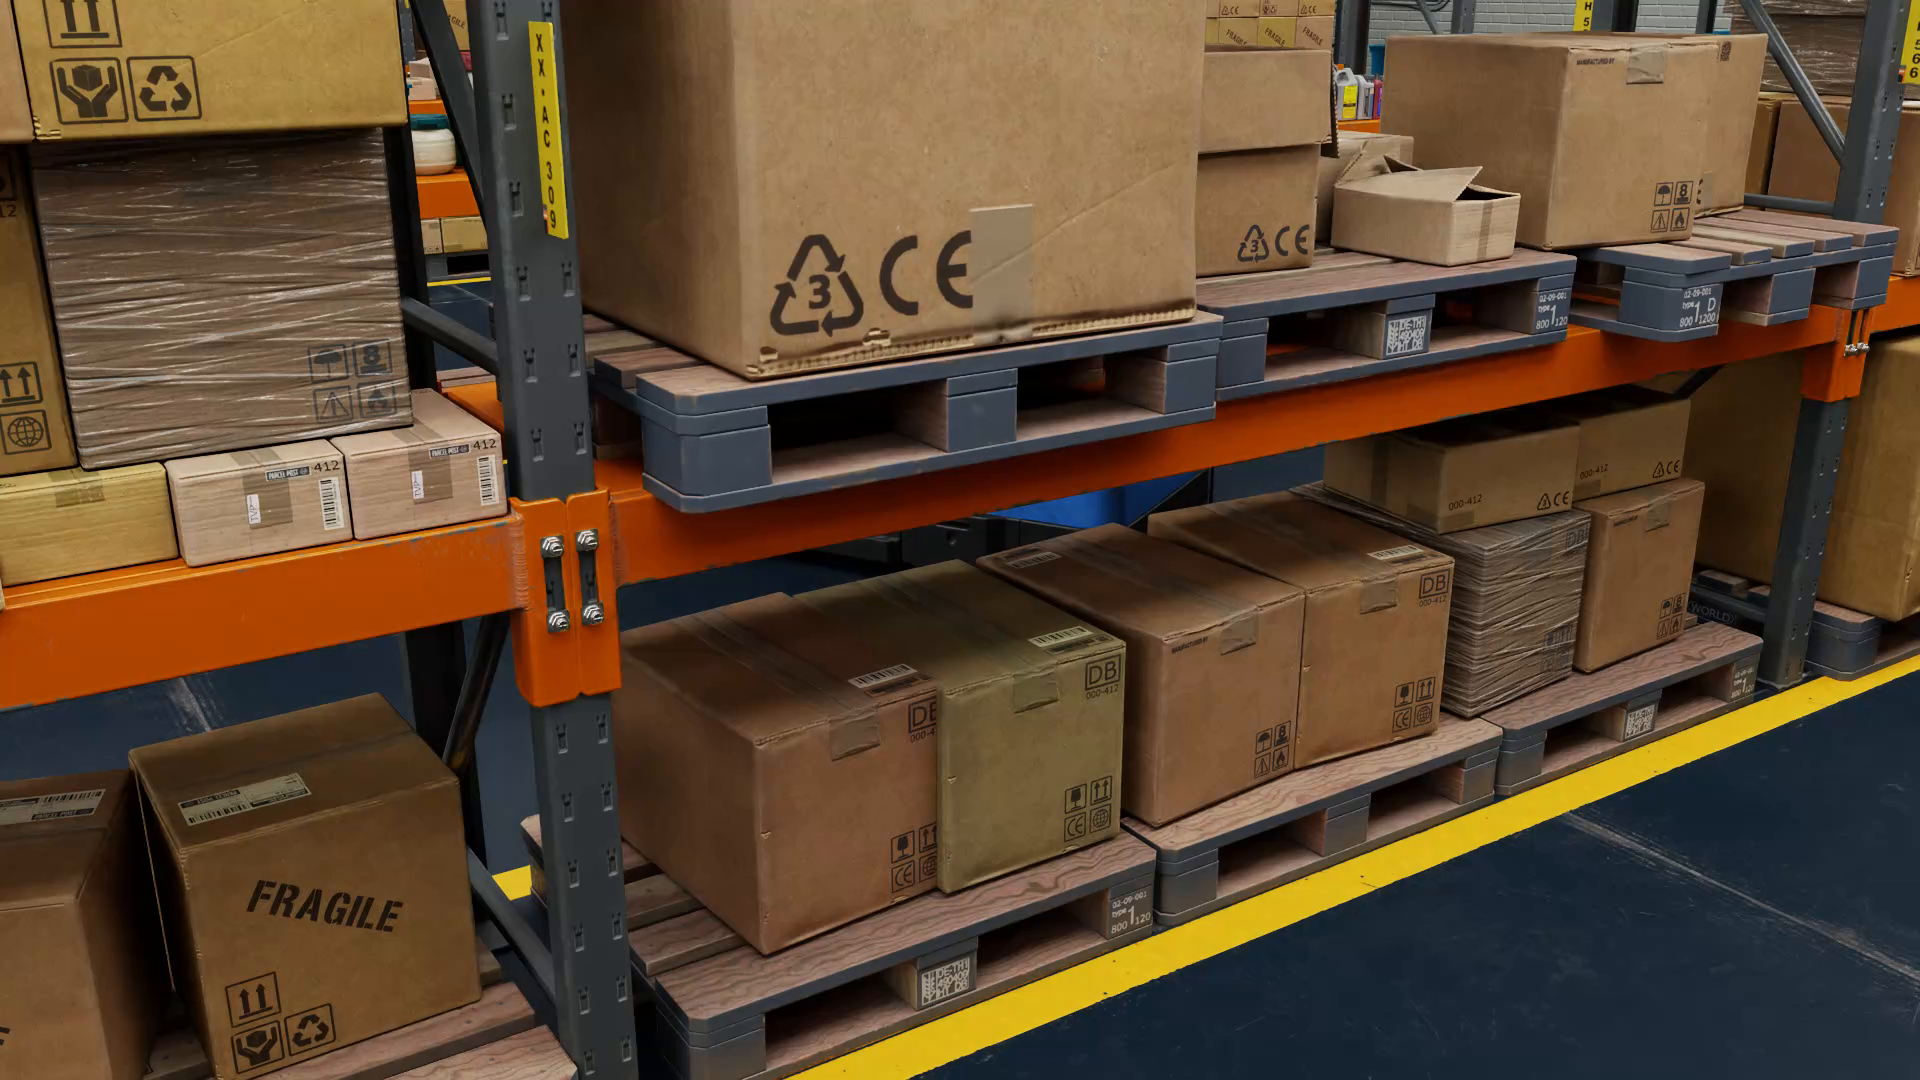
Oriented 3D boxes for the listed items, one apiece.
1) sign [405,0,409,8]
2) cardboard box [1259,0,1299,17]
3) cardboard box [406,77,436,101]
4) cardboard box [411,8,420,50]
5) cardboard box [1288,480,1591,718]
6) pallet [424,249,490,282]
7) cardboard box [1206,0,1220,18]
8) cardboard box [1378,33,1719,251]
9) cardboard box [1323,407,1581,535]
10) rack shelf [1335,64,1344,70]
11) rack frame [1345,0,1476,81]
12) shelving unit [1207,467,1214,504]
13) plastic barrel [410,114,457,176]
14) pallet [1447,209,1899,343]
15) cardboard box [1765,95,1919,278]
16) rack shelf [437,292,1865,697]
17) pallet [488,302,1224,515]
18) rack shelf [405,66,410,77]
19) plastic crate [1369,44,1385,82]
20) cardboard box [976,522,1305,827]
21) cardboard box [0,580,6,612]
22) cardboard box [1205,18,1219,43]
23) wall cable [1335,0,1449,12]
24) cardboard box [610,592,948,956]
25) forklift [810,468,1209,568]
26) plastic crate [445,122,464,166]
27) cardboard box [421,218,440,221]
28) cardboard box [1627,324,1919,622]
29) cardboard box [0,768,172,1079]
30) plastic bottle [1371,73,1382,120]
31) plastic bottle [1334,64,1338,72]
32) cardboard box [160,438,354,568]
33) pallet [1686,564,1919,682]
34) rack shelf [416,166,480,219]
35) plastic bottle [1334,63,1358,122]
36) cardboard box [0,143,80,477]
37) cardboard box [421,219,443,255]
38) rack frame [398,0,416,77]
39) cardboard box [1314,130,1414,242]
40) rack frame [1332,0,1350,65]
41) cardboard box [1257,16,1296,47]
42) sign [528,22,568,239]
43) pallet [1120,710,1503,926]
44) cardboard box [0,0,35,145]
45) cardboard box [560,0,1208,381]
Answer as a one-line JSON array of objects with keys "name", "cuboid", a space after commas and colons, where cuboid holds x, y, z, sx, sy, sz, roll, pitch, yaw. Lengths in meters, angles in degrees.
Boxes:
[{"name": "sign", "cuboid": [-5.476, -5.421, 16.411, 0.005, 0.325, 0.100, -12, 22, -31]}, {"name": "cardboard box", "cuboid": [2.985, -5.418, 16.370, 0.500, 0.500, 0.500, -11, 22, -30]}, {"name": "cardboard box", "cuboid": [-4.089, -3.370, 12.422, 0.250, 0.149, 0.380, -10, 21, -27]}, {"name": "cardboard box", "cuboid": [-5.533, -5.405, 17.396, 0.500, 0.500, 0.500, -12, 22, -31]}, {"name": "cardboard box", "cuboid": [1.386, 0.122, 4.917, 0.500, 0.500, 0.700, -14, 23, -36]}, {"name": "pallet", "cuboid": [-3.764, -2.273, 13.140, 1.213, 0.211, 1.003, -12, 22, -31]}, {"name": "cardboard box", "cuboid": [2.125, -5.235, 15.828, 0.500, 0.500, 0.500, -11, 22, -30]}, {"name": "cardboard box", "cuboid": [1.550, -1.094, 4.485, 0.500, 0.500, 0.700, -8, 20, -23]}, {"name": "cardboard box", "cuboid": [1.410, -0.236, 4.804, 0.500, 0.250, 0.500, -9, 21, -25]}, {"name": "rack shelf", "cuboid": [1.956, -4.445, 16.333, 4.000, 0.370, 1.077, -12, 22, -31]}, {"name": "rack frame", "cuboid": [3.007, -3.108, 11.254, 0.127, 3.000, 1.000, -12, 22, -31]}, {"name": "shelving unit", "cuboid": [0.946, -0.591, 7.088, 0.210, 0.900, 0.258, -7, 20, -20]}, {"name": "plastic barrel", "cuboid": [-2.485, -1.825, 7.677, 0.301, 0.262, 0.301, 0, 19, 0]}, {"name": "pallet", "cuboid": [1.854, -0.834, 4.827, 1.003, 0.211, 1.213, -12, 22, -31]}, {"name": "cardboard box", "cuboid": [2.946, -1.139, 5.274, 0.500, 0.500, 0.500, -11, 22, -30]}, {"name": "rack shelf", "cuboid": [0.720, -0.385, 4.325, 4.000, 0.370, 1.077, -12, 22, -31]}, {"name": "pallet", "cuboid": [-0.232, -0.379, 3.481, 1.213, 0.211, 1.003, -12, 22, -31]}, {"name": "rack shelf", "cuboid": [-7.453, -4.360, 16.082, 4.000, 0.370, 1.077, -12, 22, -31]}, {"name": "plastic crate", "cuboid": [3.209, -3.302, 11.760, 0.575, 0.384, 0.392, -12, 22, -31]}, {"name": "cardboard box", "cuboid": [0.450, 0.322, 4.326, 0.500, 0.500, 0.700, -14, 23, -36]}, {"name": "cardboard box", "cuboid": [-1.572, 0.005, 2.439, 0.250, 0.149, 0.380, -12, 22, -31]}, {"name": "cardboard box", "cuboid": [2.130, -4.766, 16.004, 0.500, 0.500, 0.500, -12, 22, -32]}, {"name": "wall cable", "cuboid": [5.819, -8.734, 23.377, 0.112, 2.526, 3.097, -12, 22, -31]}, {"name": "cardboard box", "cuboid": [-0.426, 0.499, 3.800, 0.500, 0.500, 0.700, -14, 23, -36]}, {"name": "forklift", "cuboid": [-0.553, -1.480, 6.546, 3.031, 2.935, 1.130, 9, 21, 26]}, {"name": "plastic crate", "cuboid": [-2.375, -1.981, 8.251, 0.662, 0.188, 0.450, -12, 22, -31]}, {"name": "cardboard box", "cuboid": [-4.210, -2.551, 12.370, 0.500, 0.311, 0.500, -12, 22, -32]}, {"name": "cardboard box", "cuboid": [2.978, -0.387, 5.868, 0.875, 0.875, 1.225, -13, 23, -34]}, {"name": "cardboard box", "cuboid": [-1.781, 0.774, 3.019, 0.500, 0.500, 0.500, -5, 19, -14]}, {"name": "plastic bottle", "cuboid": [2.688, -2.844, 10.655, 0.133, 0.283, 0.061, -12, 22, -31]}, {"name": "plastic bottle", "cuboid": [2.501, -3.102, 11.314, 0.185, 0.351, 0.144, -12, 22, -31]}, {"name": "cardboard box", "cuboid": [-1.182, -0.097, 2.740, 0.250, 0.149, 0.380, -12, 22, -31]}, {"name": "pallet", "cuboid": [3.090, 0.124, 6.049, 1.213, 0.211, 1.003, -12, 22, -31]}, {"name": "rack shelf", "cuboid": [-2.004, -1.710, 8.243, 4.000, 0.370, 1.077, -12, 22, -31]}, {"name": "plastic bottle", "cuboid": [2.419, -2.835, 10.524, 0.185, 0.351, 0.144, -12, 22, -31]}, {"name": "cardboard box", "cuboid": [-1.797, -0.421, 2.686, 0.500, 0.500, 0.875, -12, 22, -31]}, {"name": "cardboard box", "cuboid": [-4.210, -2.288, 12.466, 0.500, 0.250, 0.500, -11, 22, -30]}, {"name": "rack frame", "cuboid": [-5.782, -5.053, 17.009, 0.127, 3.000, 1.000, -12, 22, -31]}, {"name": "cardboard box", "cuboid": [0.864, -0.973, 4.517, 0.500, 0.250, 0.500, -13, 22, -33]}, {"name": "rack frame", "cuboid": [3.627, -5.138, 17.259, 0.127, 3.000, 1.000, -12, 22, -31]}, {"name": "cardboard box", "cuboid": [2.971, -4.941, 16.522, 0.500, 0.500, 0.500, -12, 22, -31]}, {"name": "sign", "cuboid": [-0.646, -0.640, 2.604, 0.005, 0.325, 0.100, -12, 22, -31]}, {"name": "pallet", "cuboid": [0.719, 0.593, 4.660, 1.213, 0.211, 1.003, -12, 22, -31]}, {"name": "cardboard box", "cuboid": [-1.592, -0.795, 2.230, 0.500, 0.500, 0.500, -12, 22, -31]}, {"name": "cardboard box", "cuboid": [-0.210, -0.960, 3.307, 1.000, 1.000, 1.000, -12, 22, -31]}]
